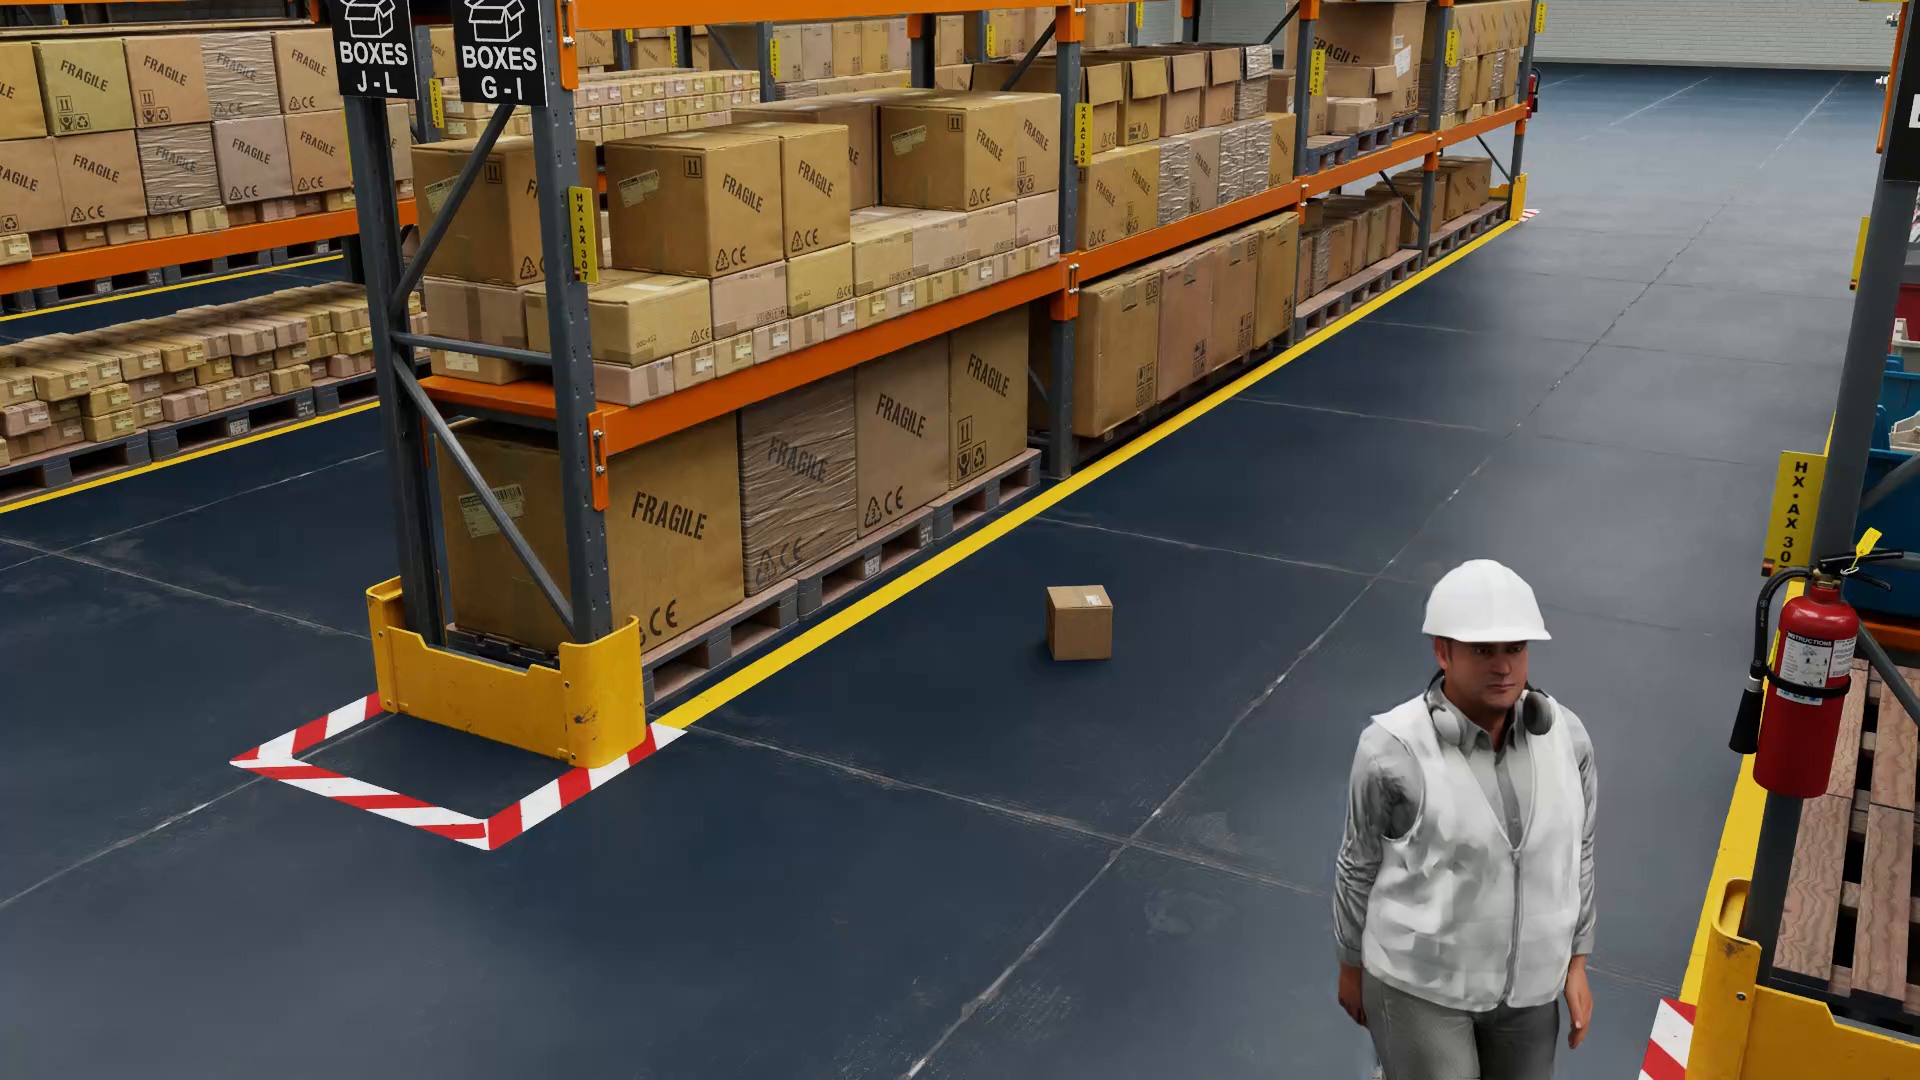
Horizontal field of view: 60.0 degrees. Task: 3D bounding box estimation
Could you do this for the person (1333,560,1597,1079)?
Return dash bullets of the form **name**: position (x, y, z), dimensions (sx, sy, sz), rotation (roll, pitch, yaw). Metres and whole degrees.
- **person**: position (1.046, 0.871, 3.508), dimensions (0.529, 1.747, 0.840), rotation (-5, 20, -13)
